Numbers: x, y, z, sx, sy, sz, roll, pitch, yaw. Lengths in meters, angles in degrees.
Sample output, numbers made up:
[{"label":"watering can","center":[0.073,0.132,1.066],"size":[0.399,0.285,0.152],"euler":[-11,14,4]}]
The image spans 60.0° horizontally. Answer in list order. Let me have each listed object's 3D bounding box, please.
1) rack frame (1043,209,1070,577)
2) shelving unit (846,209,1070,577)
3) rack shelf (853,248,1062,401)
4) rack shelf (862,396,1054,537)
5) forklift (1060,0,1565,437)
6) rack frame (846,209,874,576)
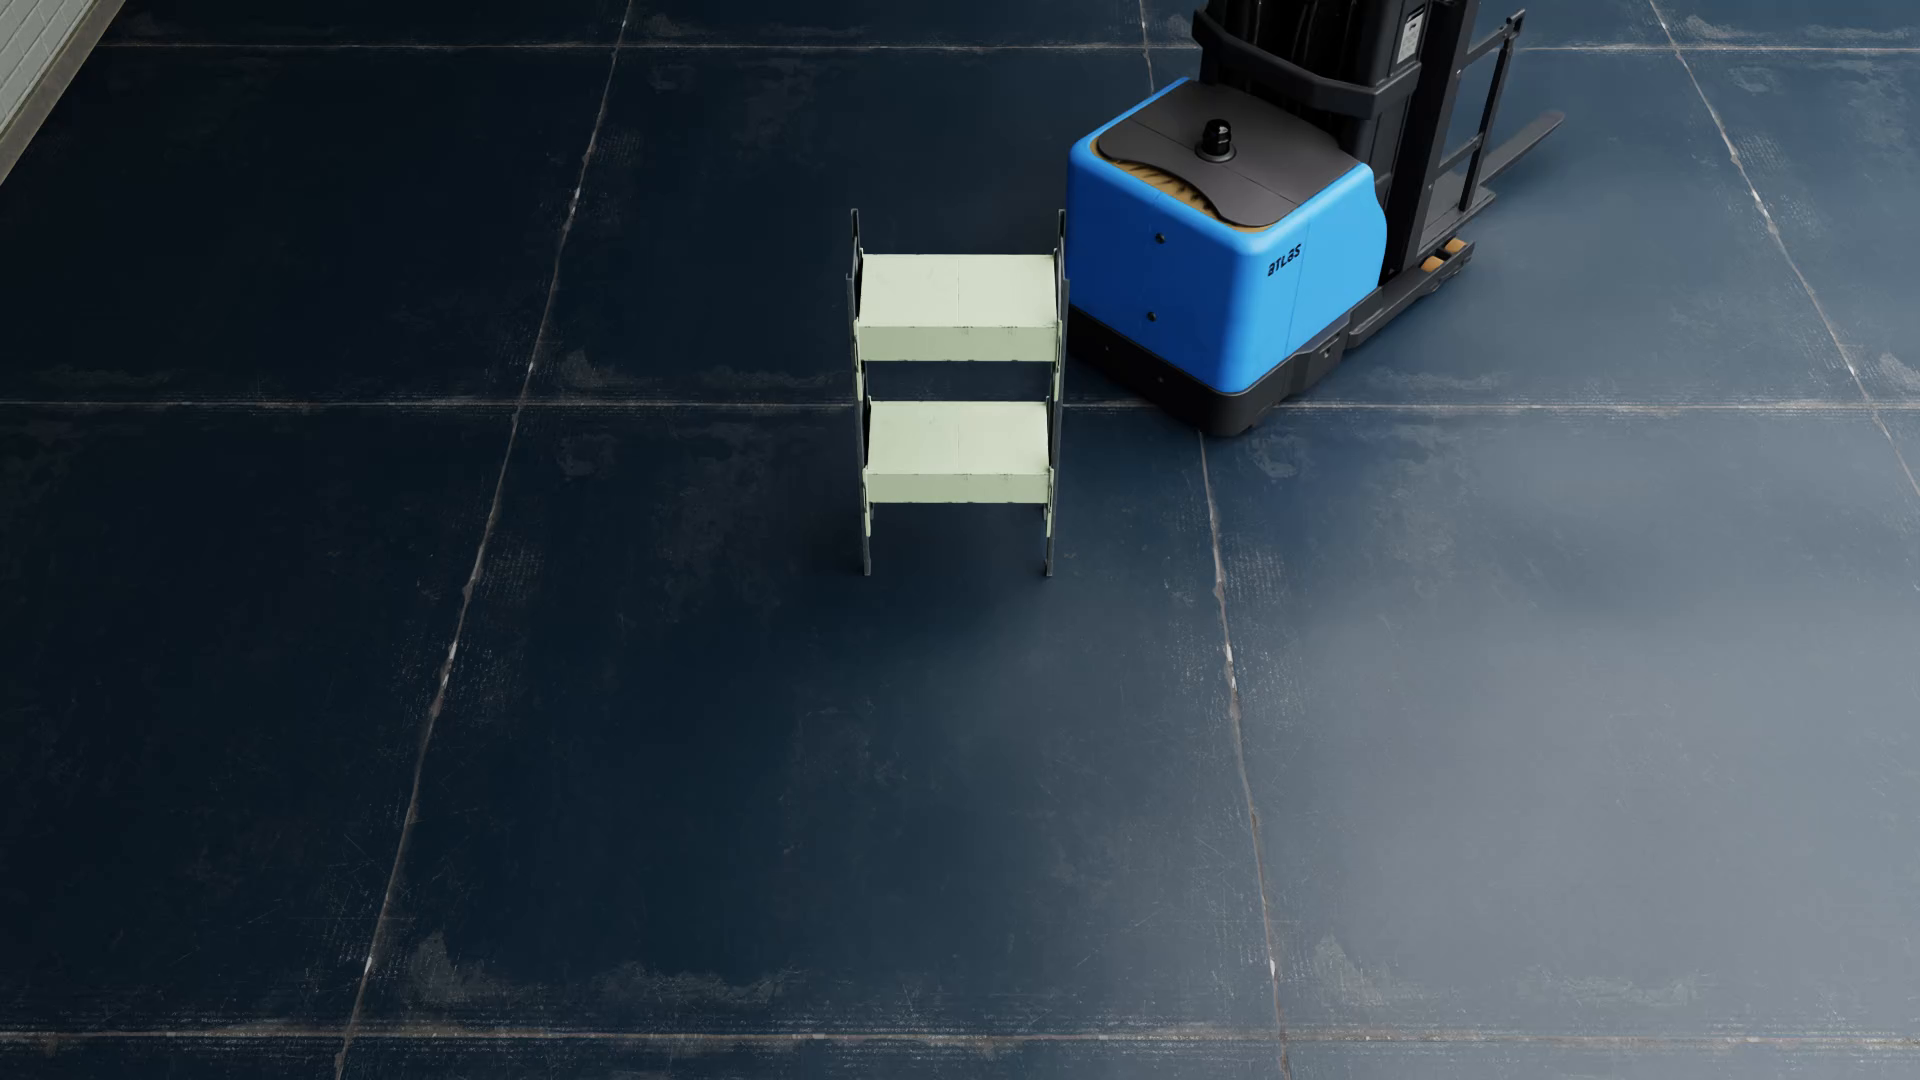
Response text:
[{"label":"rack frame","center":[0.359,-0.510,6.281],"size":[0.023,1.500,0.400],"euler":[0,47,0]},{"label":"shelving unit","center":[-0.007,-0.511,6.282],"size":[0.755,1.500,0.431],"euler":[0,47,0]},{"label":"rack shelf","center":[-0.007,-0.777,5.996],"size":[0.720,0.370,0.431],"euler":[0,47,0]},{"label":"rack shelf","center":[-0.007,-0.289,6.520],"size":[0.720,0.370,0.431],"euler":[0,47,0]},{"label":"forklift","center":[1.823,-2.420,7.081],"size":[1.130,2.935,3.031],"euler":[36,56,28]},{"label":"rack frame","center":[-0.373,-0.512,6.283],"size":[0.023,1.500,0.400],"euler":[0,47,0]}]
